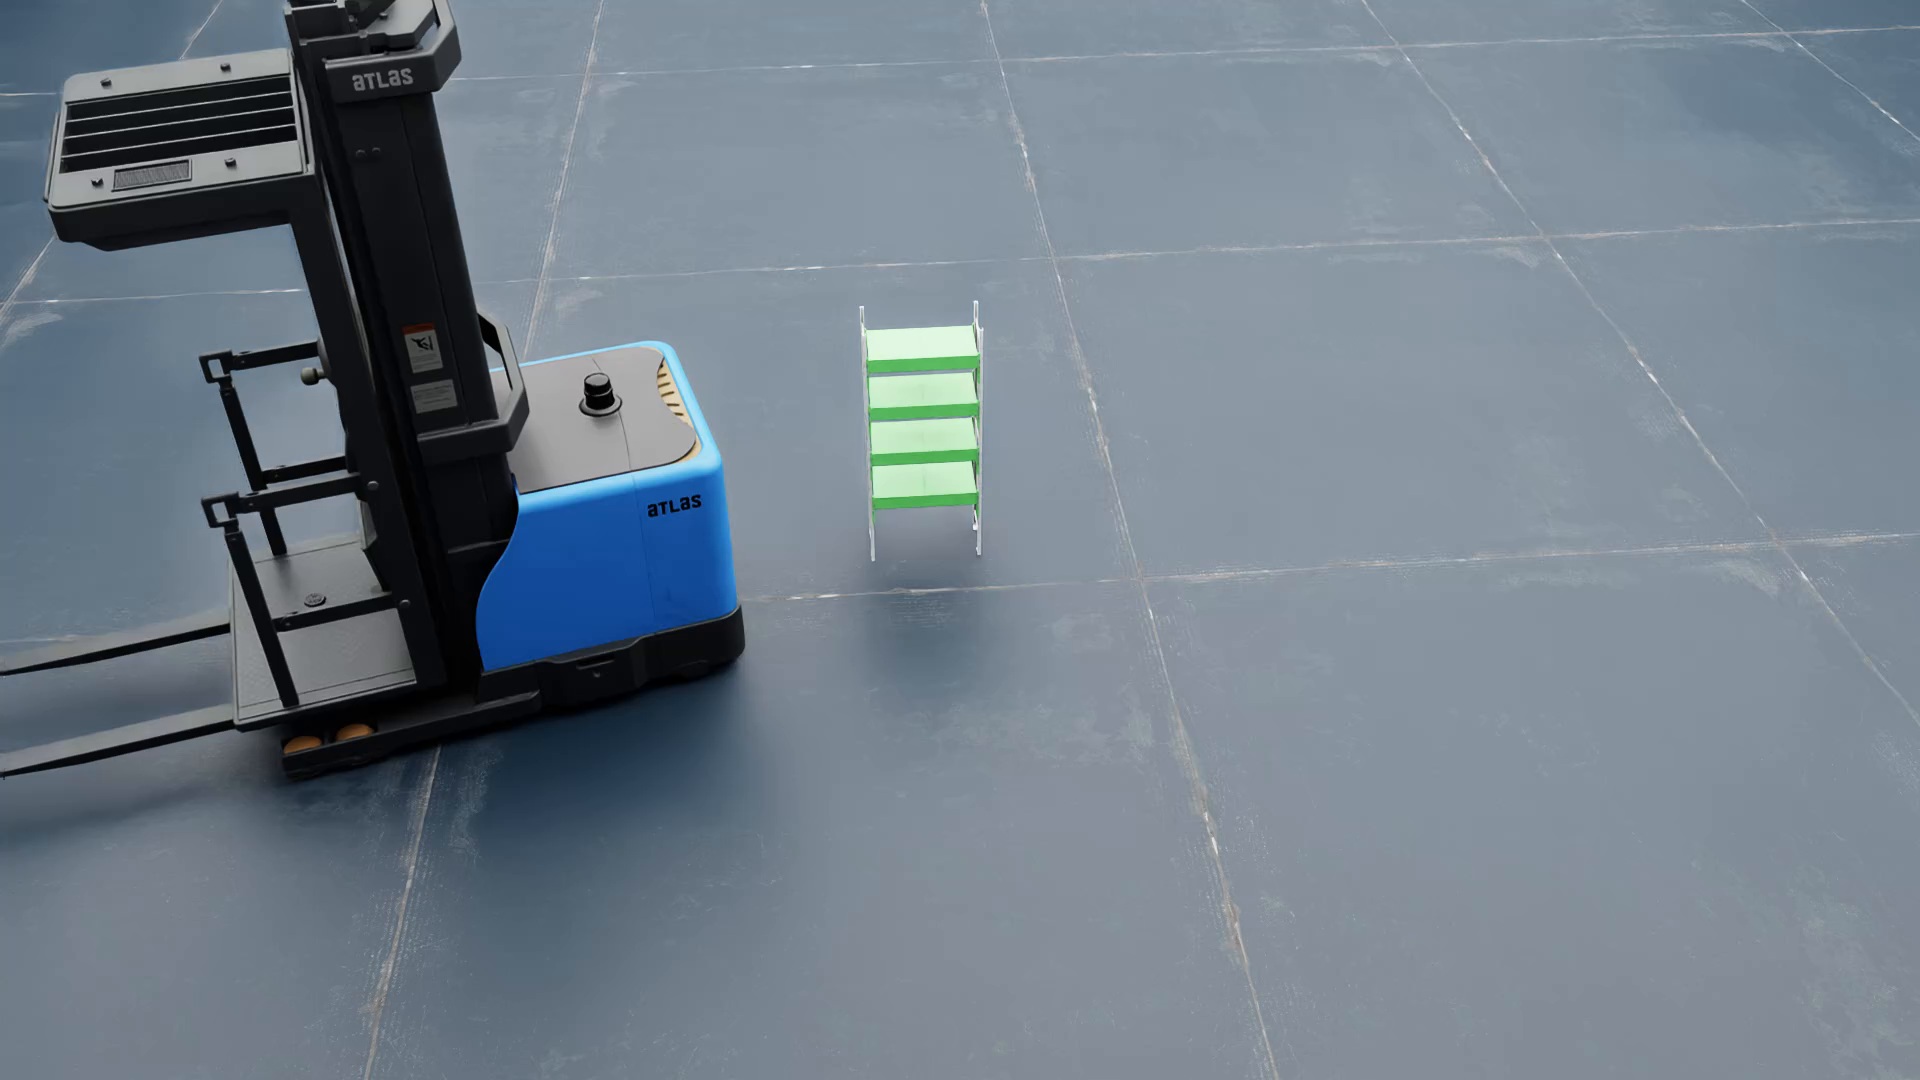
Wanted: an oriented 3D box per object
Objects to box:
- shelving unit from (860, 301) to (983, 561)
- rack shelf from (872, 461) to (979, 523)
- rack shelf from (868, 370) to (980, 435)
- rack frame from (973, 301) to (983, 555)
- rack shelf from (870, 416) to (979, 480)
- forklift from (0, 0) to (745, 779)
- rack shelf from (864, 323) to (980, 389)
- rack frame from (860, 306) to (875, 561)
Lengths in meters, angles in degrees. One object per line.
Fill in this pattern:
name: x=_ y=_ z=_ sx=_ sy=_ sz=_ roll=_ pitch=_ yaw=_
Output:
shelving unit: x=-0.165 y=-0.462 z=7.367 sx=0.503 sy=1.200 sz=0.258 roll=-3 pitch=38 yaw=-4
rack shelf: x=-0.165 y=-0.223 z=7.555 sx=0.480 sy=0.148 sz=0.258 roll=-3 pitch=38 yaw=-4
rack shelf: x=-0.165 y=-0.600 z=7.258 sx=0.480 sy=0.148 sz=0.258 roll=-3 pitch=38 yaw=-4
rack frame: x=0.078 y=-0.475 z=7.384 sx=0.015 sy=1.200 sz=0.240 roll=-3 pitch=38 yaw=-4
rack shelf: x=-0.165 y=-0.412 z=7.406 sx=0.480 sy=0.148 sz=0.258 roll=-3 pitch=38 yaw=-4
forklift: x=-2.485 y=-0.585 z=6.125 sx=3.031 sy=2.935 sz=1.130 roll=-13 pitch=40 yaw=-16
rack shelf: x=-0.165 y=-0.789 z=7.109 sx=0.480 sy=0.148 sz=0.258 roll=-3 pitch=38 yaw=-4
rack frame: x=-0.408 y=-0.449 z=7.350 sx=0.015 sy=1.200 sz=0.240 roll=-3 pitch=38 yaw=-4
